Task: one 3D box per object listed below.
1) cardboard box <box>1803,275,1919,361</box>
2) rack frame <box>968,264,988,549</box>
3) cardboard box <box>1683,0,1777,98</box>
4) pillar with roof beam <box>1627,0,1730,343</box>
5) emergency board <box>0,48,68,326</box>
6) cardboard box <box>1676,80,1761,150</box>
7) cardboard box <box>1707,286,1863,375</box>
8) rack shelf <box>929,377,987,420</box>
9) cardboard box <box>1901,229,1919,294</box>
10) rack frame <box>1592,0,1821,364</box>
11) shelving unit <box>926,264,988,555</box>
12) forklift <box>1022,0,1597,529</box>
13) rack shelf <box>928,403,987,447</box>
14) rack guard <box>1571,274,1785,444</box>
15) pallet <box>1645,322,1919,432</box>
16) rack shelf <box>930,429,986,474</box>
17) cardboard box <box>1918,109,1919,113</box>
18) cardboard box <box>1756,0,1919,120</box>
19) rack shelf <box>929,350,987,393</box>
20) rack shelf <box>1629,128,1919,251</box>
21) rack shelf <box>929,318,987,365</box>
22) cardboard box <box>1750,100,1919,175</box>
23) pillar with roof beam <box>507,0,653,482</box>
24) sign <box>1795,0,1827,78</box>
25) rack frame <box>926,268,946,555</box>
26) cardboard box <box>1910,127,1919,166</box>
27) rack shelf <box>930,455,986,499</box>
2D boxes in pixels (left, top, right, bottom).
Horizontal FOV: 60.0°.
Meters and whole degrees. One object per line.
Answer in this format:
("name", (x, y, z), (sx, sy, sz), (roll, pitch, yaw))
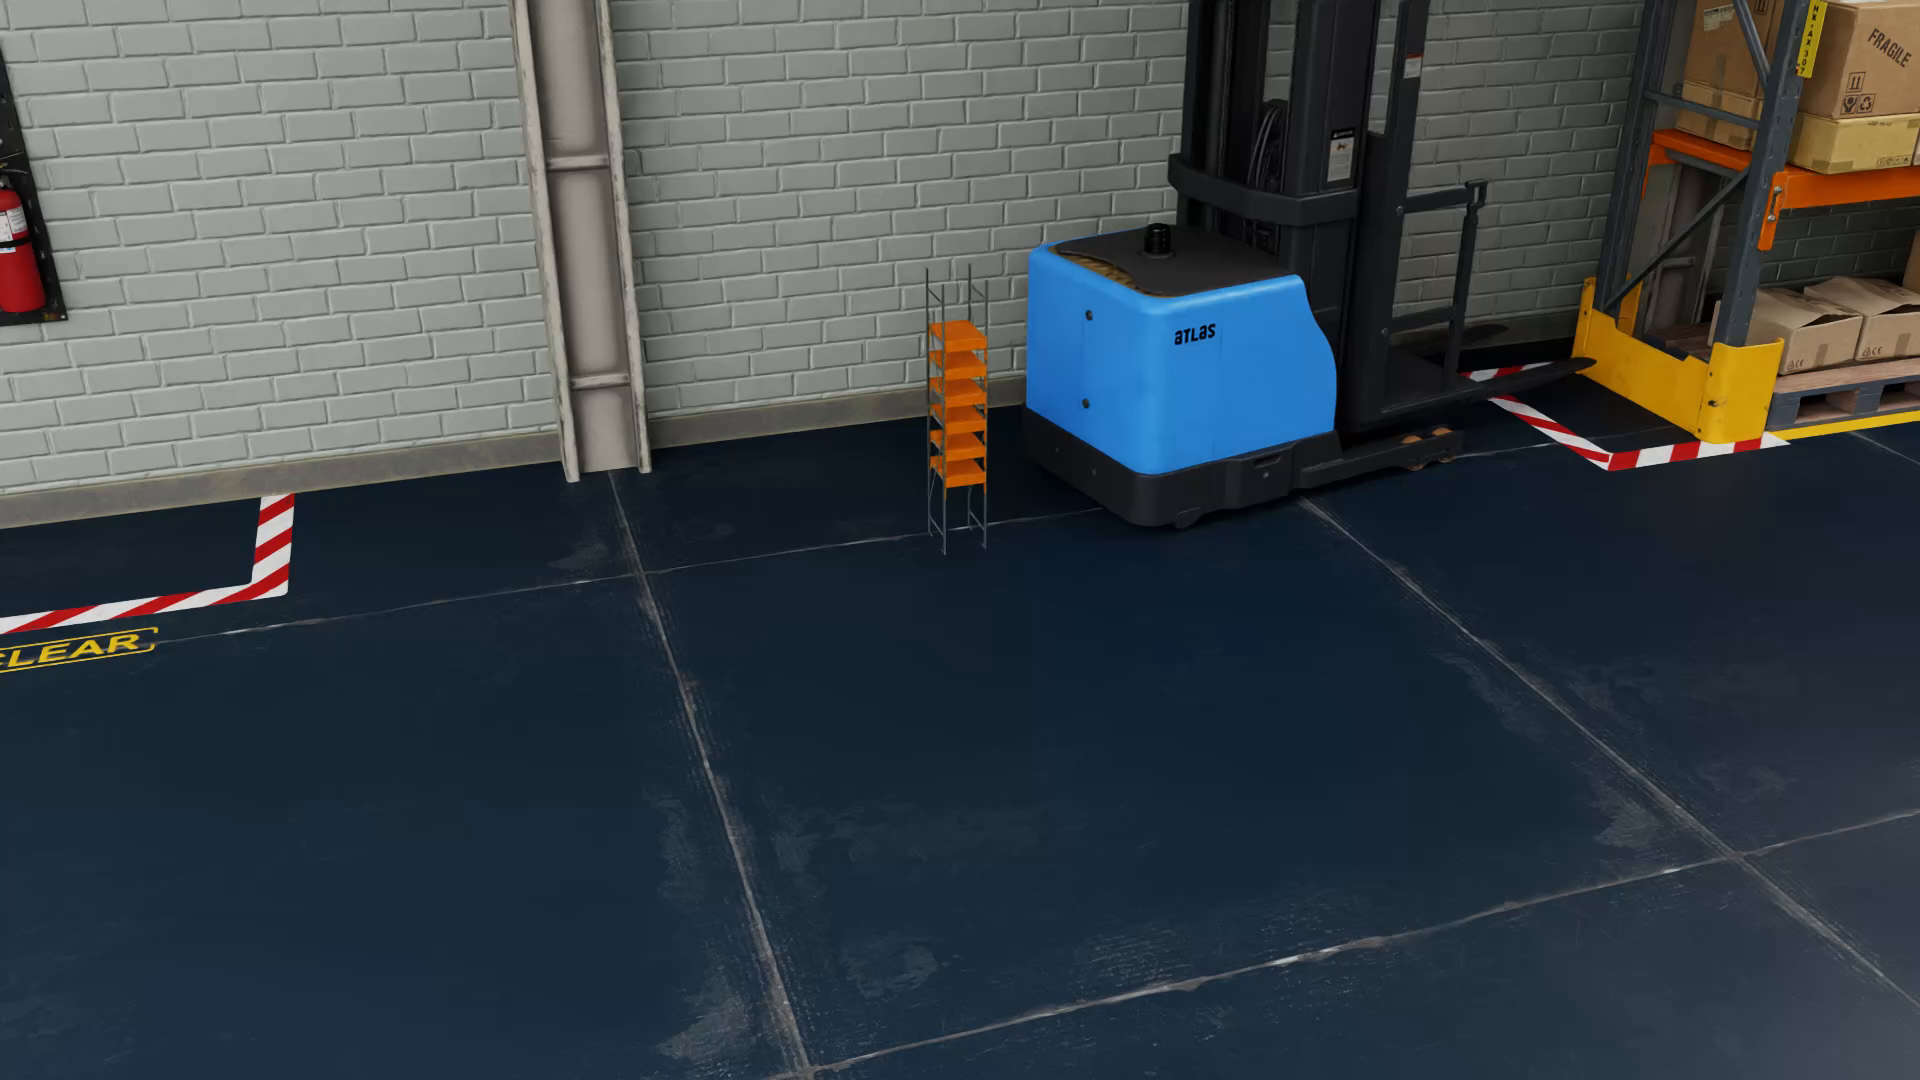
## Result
("cardboard box", (4.838, -1.197, 8.818), (0.500, 0.311, 0.500), (-6, 27, -12))
("rack frame", (0.073, -0.548, 7.005), (0.006, 1.200, 0.240), (-8, 28, -16))
("cardboard box", (3.993, -2.501, 8.218), (0.500, 0.500, 0.500), (-9, 28, -17))
("pillar with roof beam", (5.341, -3.398, 3.975), (0.400, 9.000, 9.100), (-8, 28, -16))
("emergency board", (-4.058, -1.381, 6.658), (0.643, 1.169, 0.194), (-8, 28, -16))
("cardboard box", (3.995, -2.157, 8.368), (0.500, 0.250, 0.500), (-8, 27, -15))
("cardboard box", (4.296, -1.119, 8.660), (0.500, 0.311, 0.500), (-12, 29, -22))
("rack shelf", (-0.014, -0.603, 6.946), (0.180, 0.103, 0.258), (-8, 28, -16))
("cardboard box", (5.551, -1.362, 8.937), (0.500, 0.500, 0.700), (-10, 28, -19))
("rack frame", (3.610, -2.069, 8.044), (0.127, 3.000, 1.000), (-8, 28, -16))
("shelving unit", (-0.014, -0.535, 6.979), (0.189, 1.200, 0.258), (-8, 28, -16))
("forklift", (1.828, -1.828, 7.636), (3.031, 2.935, 1.130), (-15, 30, -27))
("rack shelf", (-0.014, -0.496, 6.999), (0.180, 0.103, 0.258), (-8, 28, -16))
("rack guard", (3.683, -0.960, 8.621), (0.348, 0.500, 1.175), (-8, 28, -16))
("pallet", (4.466, -0.927, 8.881), (1.213, 0.211, 1.003), (-8, 28, -16))
("rack shelf", (-0.014, -0.388, 7.052), (0.180, 0.103, 0.258), (-8, 28, -16))
("cardboard box", (4.630, -2.349, 7.911), (0.500, 0.500, 0.500), (-8, 28, -16))
("cardboard box", (4.157, -2.285, 7.783), (0.500, 0.500, 0.500), (-8, 28, -16))
("rack shelf", (-0.014, -0.711, 6.892), (0.180, 0.103, 0.258), (-8, 28, -16))
("rack shelf", (5.512, -2.022, 8.759), (4.000, 0.370, 1.077), (-8, 28, -16))
("rack shelf", (-0.014, -0.818, 6.839), (0.180, 0.103, 0.258), (-8, 28, -16))
("cardboard box", (4.173, -1.944, 7.938), (0.500, 0.250, 0.500), (-9, 28, -18))
("pillar with roof beam", (-0.364, -2.572, 2.310), (0.400, 9.000, 9.100), (-8, 28, -16))
("sign", (3.779, -2.227, 7.390), (0.005, 0.325, 0.100), (-8, 28, -16))
("rack frame", (-0.101, -0.523, 6.954), (0.006, 1.200, 0.240), (-8, 28, -16))
("cardboard box", (4.662, -2.021, 8.094), (0.500, 0.250, 0.500), (-9, 28, -18))
("rack shelf", (-0.014, -0.281, 7.106), (0.180, 0.103, 0.258), (-8, 28, -16))
